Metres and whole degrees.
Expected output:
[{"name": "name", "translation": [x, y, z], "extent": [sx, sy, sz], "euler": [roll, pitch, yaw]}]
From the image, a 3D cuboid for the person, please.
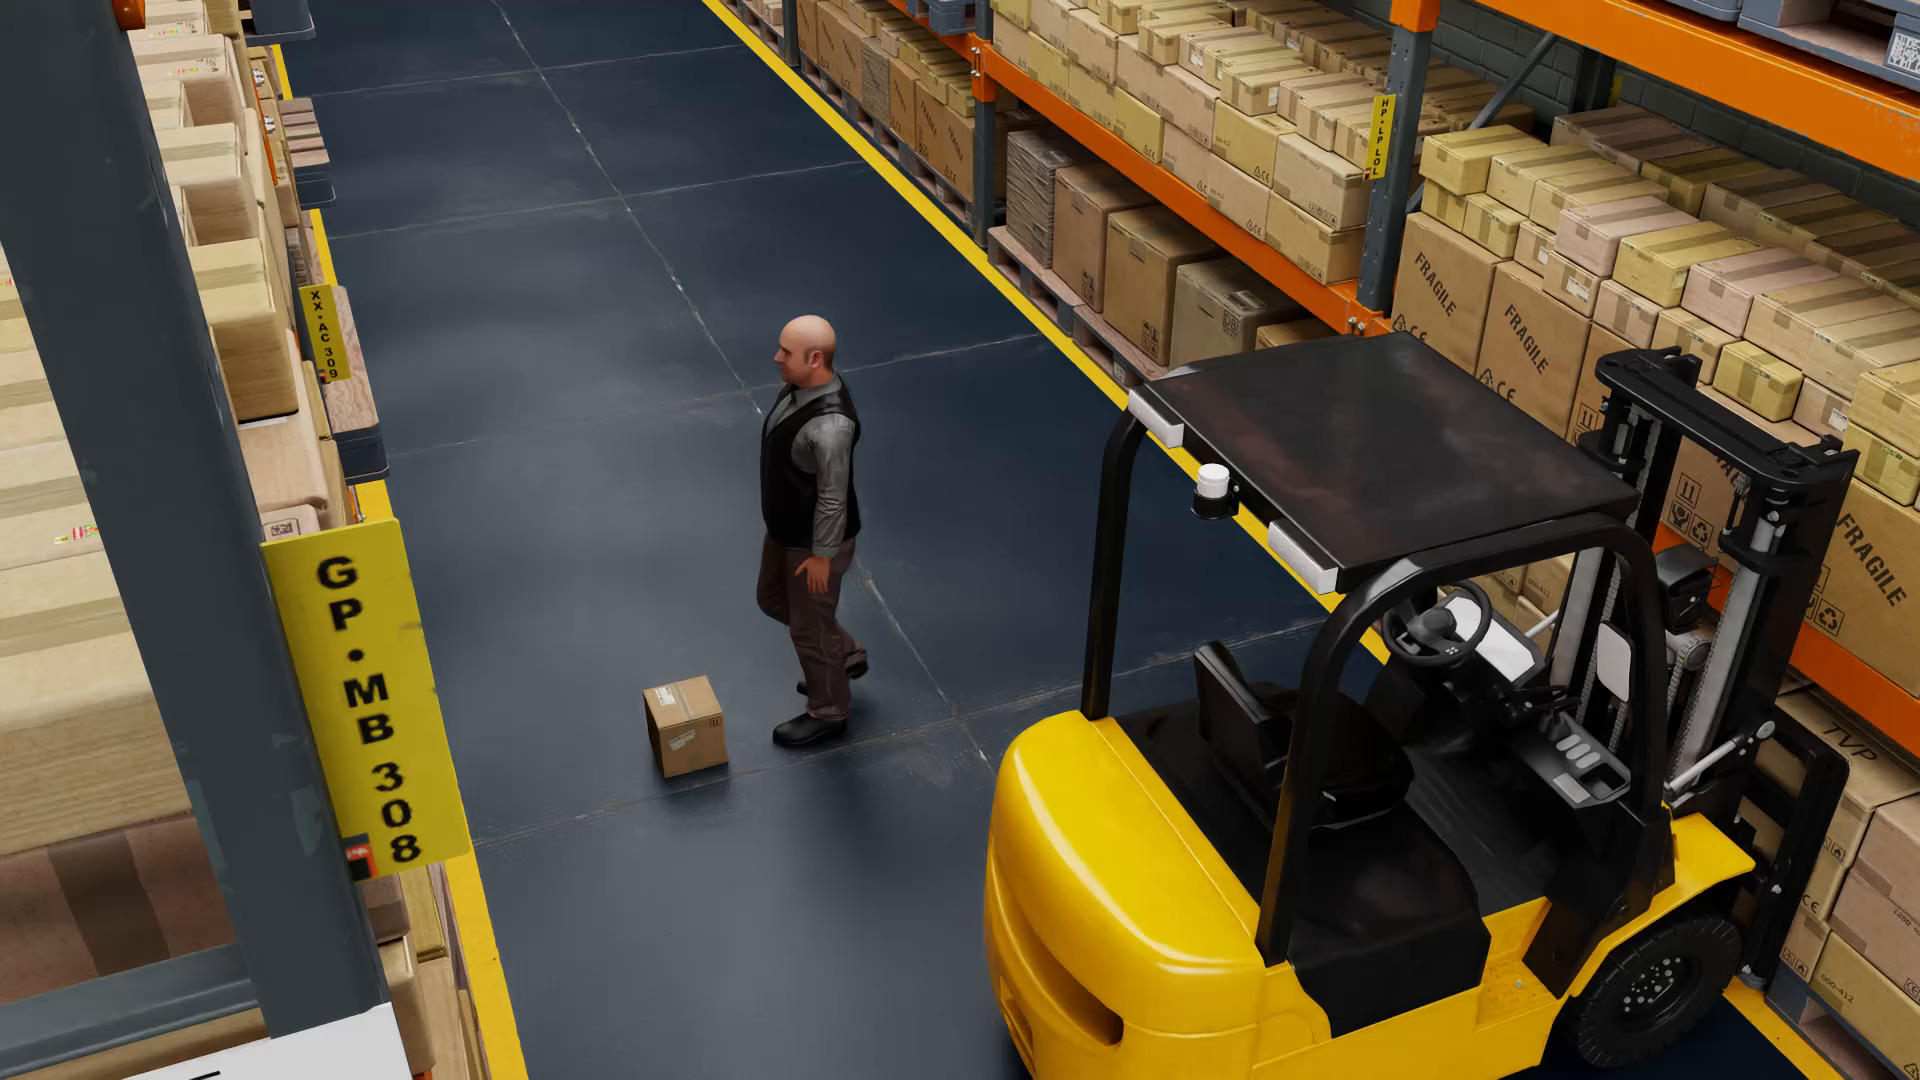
[{"name": "person", "translation": [-0.557, -0.030, 6.192], "extent": [0.430, 1.732, 0.554], "euler": [-8, 34, -12]}]
